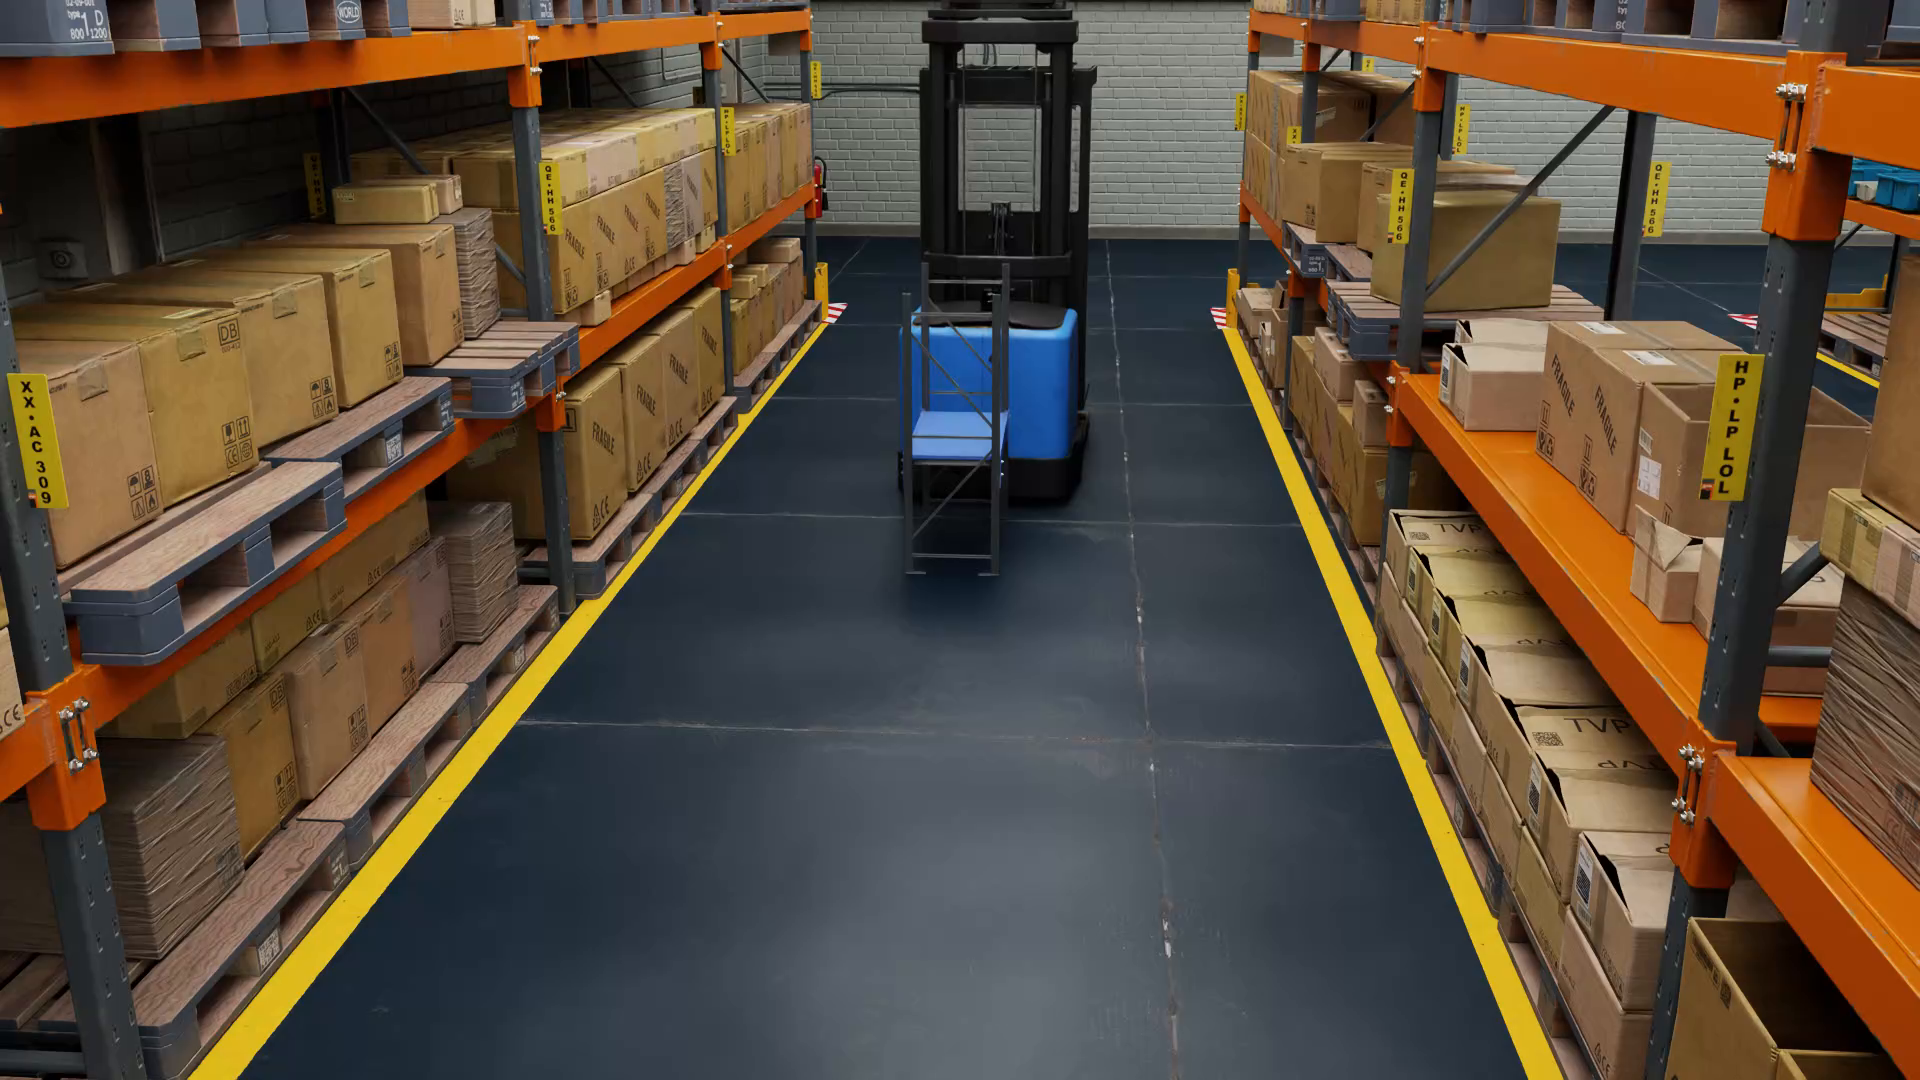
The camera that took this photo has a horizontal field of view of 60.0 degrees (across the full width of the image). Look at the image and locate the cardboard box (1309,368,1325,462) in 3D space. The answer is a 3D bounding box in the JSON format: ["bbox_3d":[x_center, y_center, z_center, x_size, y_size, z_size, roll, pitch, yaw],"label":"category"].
[{"bbox_3d":[2.447,-0.761,10.235,0.500,0.500,0.500,2,18,5],"label":"cardboard box"}]

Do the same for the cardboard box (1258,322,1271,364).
[{"bbox_3d":[2.607,-1.553,12.956,0.500,0.311,0.500,1,18,4],"label":"cardboard box"}]

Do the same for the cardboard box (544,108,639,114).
[{"bbox_3d":[-2.439,-2.732,11.070,0.500,0.250,0.500,2,18,6],"label":"cardboard box"}]

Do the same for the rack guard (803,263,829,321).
[{"bbox_3d":[-1.858,-2.377,15.873,1.175,0.500,0.348,1,18,4],"label":"rack guard"}]

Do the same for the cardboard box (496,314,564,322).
[{"bbox_3d":[-2.178,-1.060,8.211,0.380,0.149,0.250,1,18,3],"label":"cardboard box"}]

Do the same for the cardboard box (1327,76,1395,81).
[{"bbox_3d":[3.256,-3.508,13.545,0.500,0.500,0.500,2,18,5],"label":"cardboard box"}]

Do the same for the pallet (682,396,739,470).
[{"bbox_3d":[-2.126,-0.748,11.368,1.003,0.211,1.213,1,18,4],"label":"pallet"}]

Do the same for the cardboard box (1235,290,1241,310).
[{"bbox_3d":[2.709,-2.180,15.129,0.380,0.149,0.250,1,18,4],"label":"cardboard box"}]

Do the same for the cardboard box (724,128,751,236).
[{"bbox_3d":[-2.091,-2.625,12.136,0.980,0.700,0.700,2,18,5],"label":"cardboard box"}]

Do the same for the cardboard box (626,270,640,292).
[{"bbox_3d":[-2.079,-1.536,9.666,0.380,0.149,0.250,1,18,4],"label":"cardboard box"}]

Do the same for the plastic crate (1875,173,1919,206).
[{"bbox_3d":[7.582,-2.807,13.344,0.416,0.233,0.300,1,18,4],"label":"plastic crate"}]

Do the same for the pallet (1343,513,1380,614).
[{"bbox_3d":[2.600,0.131,8.684,1.003,0.211,1.213,1,18,4],"label":"pallet"}]

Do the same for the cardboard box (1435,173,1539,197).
[{"bbox_3d":[2.697,-1.688,8.922,0.700,0.500,0.500,5,19,14],"label":"cardboard box"}]

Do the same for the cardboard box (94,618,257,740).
[{"bbox_3d":[-2.655,0.427,5.408,0.500,0.250,0.500,1,18,3],"label":"cardboard box"}]

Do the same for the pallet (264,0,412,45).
[{"bbox_3d":[-2.498,-1.678,5.211,1.213,0.211,1.003,1,18,4],"label":"pallet"}]

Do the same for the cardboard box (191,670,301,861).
[{"bbox_3d":[-2.696,0.758,5.600,0.700,0.500,0.500,1,18,3],"label":"cardboard box"}]

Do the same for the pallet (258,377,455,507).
[{"bbox_3d":[-2.534,-0.366,6.029,1.003,0.211,1.213,1,18,4],"label":"pallet"}]

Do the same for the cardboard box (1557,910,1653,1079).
[{"bbox_3d":[1.962,1.251,4.529,0.500,0.250,0.500,1,18,3],"label":"cardboard box"}]

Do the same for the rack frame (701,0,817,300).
[{"bbox_3d":[-1.859,-3.557,15.461,1.000,3.000,0.127,1,18,4],"label":"rack frame"}]

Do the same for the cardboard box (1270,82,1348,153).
[{"bbox_3d":[2.644,-3.206,12.625,0.500,0.500,0.500,1,18,4],"label":"cardboard box"}]

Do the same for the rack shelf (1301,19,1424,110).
[{"bbox_3d":[2.652,-2.668,9.085,1.077,0.370,4.000,1,18,4],"label":"rack shelf"}]

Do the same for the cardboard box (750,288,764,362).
[{"bbox_3d":[-1.951,-1.712,13.172,0.700,0.500,0.500,1,18,3],"label":"cardboard box"}]

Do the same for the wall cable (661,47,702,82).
[{"bbox_3d":[-2.711,-4.459,16.581,0.084,1.984,1.851,1,18,4],"label":"wall cable"}]

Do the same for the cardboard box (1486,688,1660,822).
[{"bbox_3d":[2.034,0.671,5.399,0.500,0.311,0.500,1,18,4],"label":"cardboard box"}]

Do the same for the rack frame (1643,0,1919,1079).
[{"bbox_3d":[2.218,0.279,3.754,0.949,2.616,0.053,1,18,4],"label":"rack frame"}]

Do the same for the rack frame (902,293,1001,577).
[{"bbox_3d":[-0.043,-0.528,8.627,0.500,1.500,0.032,1,18,4],"label":"rack frame"}]

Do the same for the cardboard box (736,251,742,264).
[{"bbox_3d":[-2.072,-2.387,14.187,0.380,0.149,0.250,2,18,5],"label":"cardboard box"}]

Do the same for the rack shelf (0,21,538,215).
[{"bbox_3d":[-2.576,-1.535,5.628,1.077,0.370,4.000,1,18,4],"label":"rack shelf"}]

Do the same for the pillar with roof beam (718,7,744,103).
[{"bbox_3d":[1.765,-7.170,16.852,9.100,9.000,0.400,1,18,4],"label":"pillar with roof beam"}]

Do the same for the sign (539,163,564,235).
[{"bbox_3d":[-1.891,-1.576,7.683,0.100,0.325,0.005,1,18,4],"label":"sign"}]

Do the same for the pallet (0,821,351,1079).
[{"bbox_3d":[-2.665,1.253,5.259,1.003,0.211,1.213,1,18,4],"label":"pallet"}]

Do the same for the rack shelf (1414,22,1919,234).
[{"bbox_3d":[2.365,-1.425,5.294,1.077,0.370,4.000,1,18,4],"label":"rack shelf"}]

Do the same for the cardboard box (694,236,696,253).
[{"bbox_3d":[-1.946,-1.935,10.883,0.380,0.149,0.250,2,18,6],"label":"cardboard box"}]

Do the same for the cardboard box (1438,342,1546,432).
[{"bbox_3d":[2.251,-0.647,6.724,0.500,0.311,0.500,1,18,3],"label":"cardboard box"}]

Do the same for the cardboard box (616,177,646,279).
[{"bbox_3d":[-2.059,-1.732,9.223,0.500,0.500,0.500,1,18,4],"label":"cardboard box"}]

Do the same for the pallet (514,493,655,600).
[{"bbox_3d":[-2.301,0.010,9.055,1.003,0.211,1.213,1,18,4],"label":"pallet"}]

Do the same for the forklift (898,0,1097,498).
[{"bbox_3d":[0.317,-2.060,11.002,1.130,2.935,3.031,2,18,7],"label":"forklift"}]

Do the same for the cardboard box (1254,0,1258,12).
[{"bbox_3d":[2.791,-4.648,14.214,0.500,0.250,0.500,1,18,4],"label":"cardboard box"}]

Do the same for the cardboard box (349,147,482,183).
[{"bbox_3d":[-2.659,-1.774,8.144,0.500,0.250,0.500,2,18,5],"label":"cardboard box"}]

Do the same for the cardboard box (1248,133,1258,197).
[{"bbox_3d":[2.755,-3.203,14.220,0.500,0.500,0.500,1,18,3],"label":"cardboard box"}]

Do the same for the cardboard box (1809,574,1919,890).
[{"bbox_3d":[2.196,0.370,3.317,0.700,0.500,0.500,1,18,2],"label":"cardboard box"}]

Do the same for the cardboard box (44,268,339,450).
[{"bbox_3d":[-2.586,-0.623,5.639,0.700,0.500,0.500,4,19,11],"label":"cardboard box"}]

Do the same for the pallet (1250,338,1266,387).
[{"bbox_3d":[2.930,-1.473,13.581,1.003,0.211,1.213,1,18,4],"label":"pallet"}]

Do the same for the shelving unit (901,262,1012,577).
[{"bbox_3d":[-0.006,-0.686,9.109,0.538,1.500,1.048,1,18,4],"label":"shelving unit"}]

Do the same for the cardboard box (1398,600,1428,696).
[{"bbox_3d":[2.143,0.456,6.955,0.500,0.250,0.500,1,18,2],"label":"cardboard box"}]

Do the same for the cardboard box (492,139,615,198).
[{"bbox_3d":[-2.105,-1.929,8.619,0.500,0.250,0.500,1,18,3],"label":"cardboard box"}]

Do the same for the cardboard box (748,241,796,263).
[{"bbox_3d":[-1.655,-2.534,14.637,0.380,0.149,0.250,2,18,5],"label":"cardboard box"}]

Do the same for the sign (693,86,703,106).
[{"bbox_3d":[-2.412,-4.020,15.358,0.100,0.325,0.005,1,18,4],"label":"sign"}]

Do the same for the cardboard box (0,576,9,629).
[{"bbox_3d":[-2.445,0.029,3.522,0.500,0.500,0.500,1,18,4],"label":"cardboard box"}]

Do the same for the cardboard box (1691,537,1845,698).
[{"bbox_3d":[2.213,0.197,4.246,0.500,0.250,0.500,2,18,7],"label":"cardboard box"}]

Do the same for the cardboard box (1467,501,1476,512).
[{"bbox_3d":[2.826,-0.119,8.277,0.500,0.500,0.500,2,18,6],"label":"cardboard box"}]

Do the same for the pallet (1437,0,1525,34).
[{"bbox_3d":[2.549,-2.086,6.458,1.213,0.211,1.003,2,18,6],"label":"pallet"}]

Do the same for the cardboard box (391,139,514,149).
[{"bbox_3d":[-2.618,-1.935,8.635,0.500,0.250,0.500,1,18,2],"label":"cardboard box"}]
